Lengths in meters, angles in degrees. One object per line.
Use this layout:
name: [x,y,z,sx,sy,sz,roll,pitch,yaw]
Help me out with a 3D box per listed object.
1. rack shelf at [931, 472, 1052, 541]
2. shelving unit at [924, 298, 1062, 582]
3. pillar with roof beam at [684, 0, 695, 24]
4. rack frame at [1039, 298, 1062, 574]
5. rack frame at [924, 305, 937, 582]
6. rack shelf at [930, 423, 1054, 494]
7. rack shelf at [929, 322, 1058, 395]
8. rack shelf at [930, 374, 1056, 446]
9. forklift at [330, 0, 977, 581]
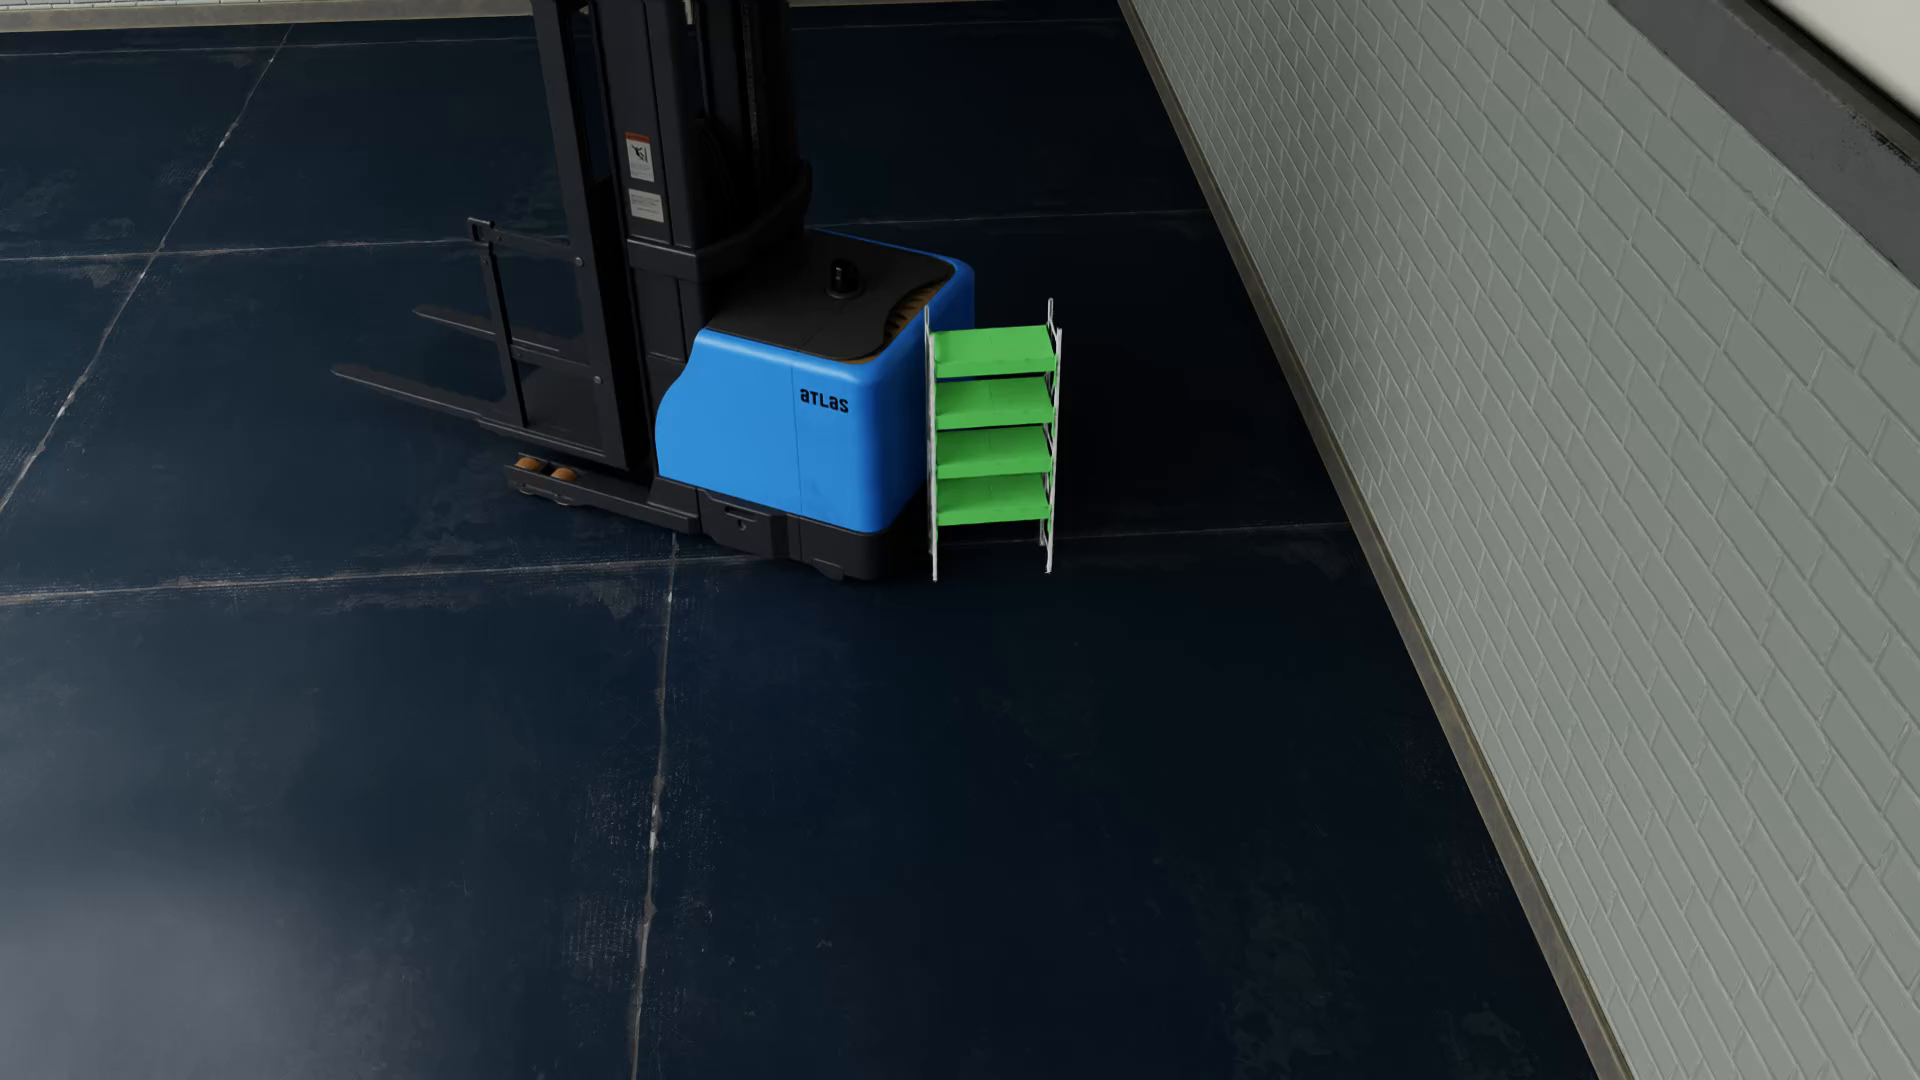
rack shelf: [0.125,-0.146,6.958,0.480,0.148,0.258,-4,38,-5]
shelving unit: [0.125,-0.385,6.769,0.503,1.200,0.258,-4,38,-5]
pillar with roof beam: [-1.413,-4.687,5.926,0.400,9.000,9.100,-3,38,-4]
rack frame: [0.367,-0.402,6.791,0.015,1.200,0.240,-4,38,-5]
rack frame: [-0.118,-0.368,6.748,0.015,1.200,0.240,-4,38,-5]
rack shelf: [0.125,-0.335,6.809,0.480,0.148,0.258,-4,38,-5]
rack shelf: [0.125,-0.712,6.512,0.480,0.148,0.258,-4,38,-5]
rack shelf: [0.125,-0.523,6.660,0.480,0.148,0.258,-4,38,-5]
forklift: [-1.485,-1.586,6.894,3.031,2.935,1.130,16,41,19]
